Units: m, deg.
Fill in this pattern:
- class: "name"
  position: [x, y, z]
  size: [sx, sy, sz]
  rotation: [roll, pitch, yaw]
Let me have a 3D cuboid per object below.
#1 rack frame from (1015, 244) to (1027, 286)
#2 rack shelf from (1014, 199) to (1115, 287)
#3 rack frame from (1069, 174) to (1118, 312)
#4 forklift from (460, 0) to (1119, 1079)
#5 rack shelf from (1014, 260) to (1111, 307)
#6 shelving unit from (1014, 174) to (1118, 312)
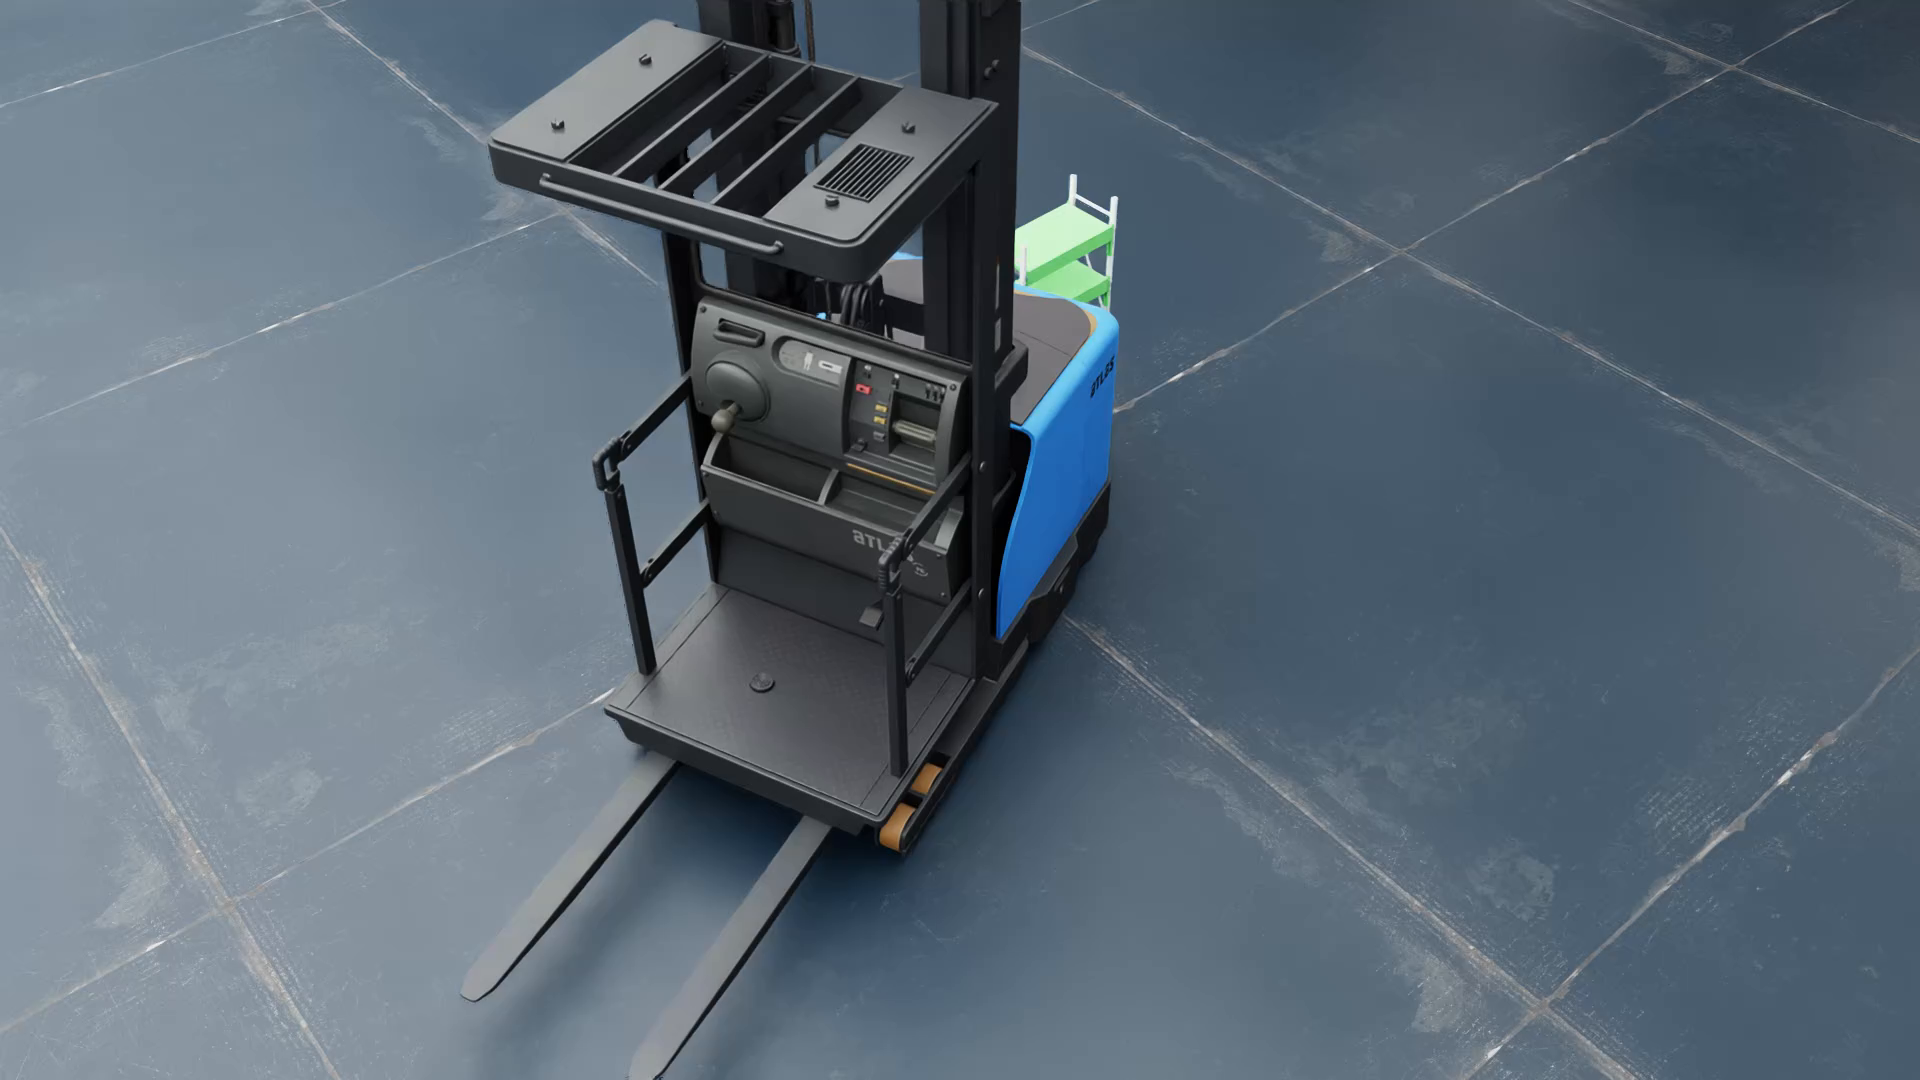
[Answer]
- class: "rack frame"
  position: [0.163, -0.709, 6.628]
  size: [0.015, 1.200, 0.240]
  rotation: [-32, 52, -30]
- class: "rack shelf"
  position: [0.341, -1.126, 6.464]
  size: [0.480, 0.148, 0.258]
  rotation: [-32, 52, -30]
- class: "rack frame"
  position: [0.520, -0.936, 6.870]
  size: [0.015, 1.200, 0.240]
  rotation: [-32, 52, -30]
- class: "forklift"
  position: [-0.518, -0.368, 5.001]
  size: [1.130, 2.935, 3.031]
  rotation: [19, 46, 19]
- class: "rack shelf"
  position: [0.341, -0.951, 6.629]
  size: [0.480, 0.148, 0.258]
  rotation: [-32, 52, -30]
- class: "shelving unit"
  position: [0.341, -0.822, 6.749]
  size: [0.503, 1.200, 0.258]
  rotation: [-32, 52, -30]
